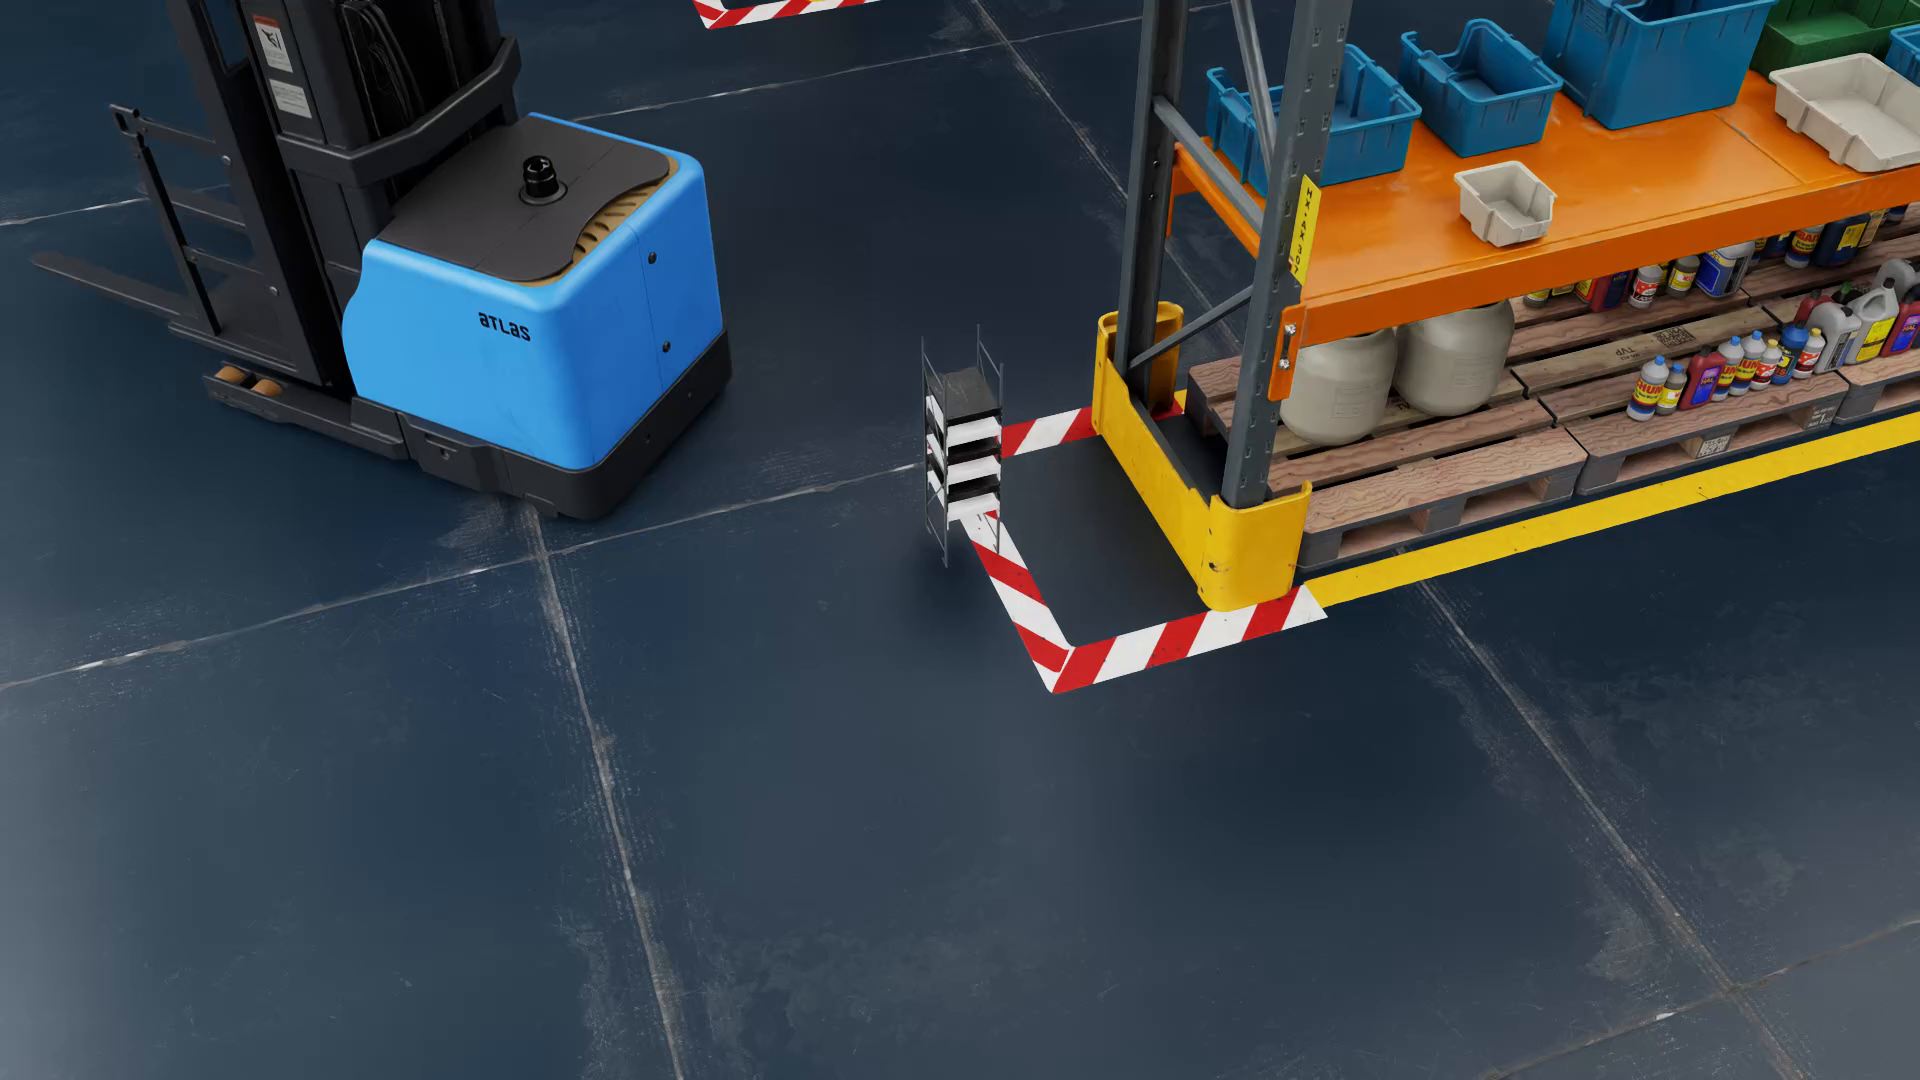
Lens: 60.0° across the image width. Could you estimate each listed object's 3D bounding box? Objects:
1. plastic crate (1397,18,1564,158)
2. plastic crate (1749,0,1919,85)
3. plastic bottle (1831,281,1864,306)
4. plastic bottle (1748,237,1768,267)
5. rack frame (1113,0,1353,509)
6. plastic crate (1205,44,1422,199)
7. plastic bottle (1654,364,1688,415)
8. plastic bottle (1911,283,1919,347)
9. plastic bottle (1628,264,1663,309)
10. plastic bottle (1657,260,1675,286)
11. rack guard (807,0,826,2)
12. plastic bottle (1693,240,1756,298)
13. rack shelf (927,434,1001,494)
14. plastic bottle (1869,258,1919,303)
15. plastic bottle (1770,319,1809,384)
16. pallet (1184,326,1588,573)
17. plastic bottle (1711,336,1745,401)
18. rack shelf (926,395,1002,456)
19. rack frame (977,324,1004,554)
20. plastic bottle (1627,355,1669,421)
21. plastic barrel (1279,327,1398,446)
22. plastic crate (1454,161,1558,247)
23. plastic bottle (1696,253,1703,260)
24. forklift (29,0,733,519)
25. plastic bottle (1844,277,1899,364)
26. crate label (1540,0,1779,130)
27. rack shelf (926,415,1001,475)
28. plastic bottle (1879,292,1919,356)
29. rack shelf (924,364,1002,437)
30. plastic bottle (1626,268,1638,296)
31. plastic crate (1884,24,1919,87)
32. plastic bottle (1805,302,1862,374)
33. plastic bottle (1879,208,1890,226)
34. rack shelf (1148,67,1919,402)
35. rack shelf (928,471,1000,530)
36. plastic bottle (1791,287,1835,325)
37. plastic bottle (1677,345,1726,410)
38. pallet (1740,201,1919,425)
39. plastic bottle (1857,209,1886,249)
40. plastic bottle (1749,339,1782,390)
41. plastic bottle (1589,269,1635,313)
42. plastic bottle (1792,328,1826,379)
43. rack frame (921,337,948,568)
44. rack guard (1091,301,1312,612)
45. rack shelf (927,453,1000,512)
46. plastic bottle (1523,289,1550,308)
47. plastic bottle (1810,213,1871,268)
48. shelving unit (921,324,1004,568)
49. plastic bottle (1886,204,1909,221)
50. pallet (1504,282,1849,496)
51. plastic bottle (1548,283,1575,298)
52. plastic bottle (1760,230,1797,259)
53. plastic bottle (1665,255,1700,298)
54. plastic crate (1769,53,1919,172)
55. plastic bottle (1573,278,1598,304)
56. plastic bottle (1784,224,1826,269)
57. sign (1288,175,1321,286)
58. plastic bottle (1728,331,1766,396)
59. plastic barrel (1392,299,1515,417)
[{"bbox_3d":[1.799,-1.586,5.818,0.408,0.251,0.499,-14,47,-14],"label":"plastic crate"},{"bbox_3d":[3.206,-1.916,6.191,0.662,0.188,0.450,-14,47,-14],"label":"plastic crate"},{"bbox_3d":[3.528,-0.917,6.653,0.133,0.283,0.061,-14,47,-14],"label":"plastic bottle"},{"bbox_3d":[3.376,-1.298,7.041,0.097,0.271,0.097,0,45,0],"label":"plastic bottle"},{"bbox_3d":[0.817,-1.167,5.295,0.127,3.000,1.000,-14,47,-14],"label":"rack frame"},{"bbox_3d":[1.186,-1.434,5.667,0.616,0.251,0.499,-14,47,-14],"label":"plastic crate"},{"bbox_3d":[2.725,-0.588,6.383,0.097,0.201,0.097,0,45,0],"label":"plastic bottle"},{"bbox_3d":[3.891,-0.956,6.645,0.185,0.351,0.144,-17,47,-16],"label":"plastic bottle"},{"bbox_3d":[2.832,-1.065,6.859,0.097,0.201,0.097,0,45,0],"label":"plastic bottle"},{"bbox_3d":[2.927,-1.239,6.927,0.185,0.351,0.144,-13,46,-12],"label":"plastic bottle"},{"bbox_3d":[-0.884,-3.580,9.465,0.348,0.500,1.175,-14,47,-14],"label":"rack guard"},{"bbox_3d":[3.176,-1.165,6.905,0.135,0.276,0.152,-14,47,-14],"label":"plastic bottle"},{"bbox_3d":[0.007,-0.296,5.957,0.200,0.077,0.258,-14,47,-14],"label":"rack shelf"},{"bbox_3d":[3.817,-1.022,6.763,0.135,0.276,0.152,-14,47,-14],"label":"plastic bottle"},{"bbox_3d":[3.235,-0.743,6.488,0.097,0.271,0.097,0,45,0],"label":"plastic bottle"},{"bbox_3d":[1.638,-0.424,6.523,1.213,0.211,1.003,-14,47,-14],"label":"pallet"},{"bbox_3d":[2.950,-0.670,6.416,0.097,0.271,0.097,0,45,0],"label":"plastic bottle"},{"bbox_3d":[0.007,-0.423,5.829,0.200,0.077,0.258,-14,47,-14],"label":"rack shelf"},{"bbox_3d":[0.103,-0.344,5.957,0.006,0.900,0.240,-14,47,-14],"label":"rack frame"},{"bbox_3d":[2.628,-0.587,6.333,0.097,0.271,0.097,0,45,0],"label":"plastic bottle"},{"bbox_3d":[1.410,-0.646,6.236,0.421,0.512,0.421,0,45,0],"label":"plastic barrel"},{"bbox_3d":[1.768,-1.075,5.389,0.250,0.136,0.298,-14,47,-14],"label":"plastic crate"},{"bbox_3d":[3.102,-1.284,6.971,0.185,0.351,0.144,-15,47,-14],"label":"plastic bottle"},{"bbox_3d":[-2.492,-1.834,6.009,3.031,2.935,1.130,19,48,18],"label":"forklift"},{"bbox_3d":[3.587,-0.878,6.567,0.185,0.351,0.144,-15,47,-14],"label":"plastic bottle"},{"bbox_3d":[2.456,-1.802,5.903,0.616,0.435,0.502,-14,47,-14],"label":"crate label"},{"bbox_3d":[0.007,-0.360,5.893,0.200,0.077,0.258,-14,47,-14],"label":"rack shelf"},{"bbox_3d":[3.752,-0.865,6.602,0.133,0.283,0.061,-11,46,-11],"label":"plastic bottle"},{"bbox_3d":[0.007,-0.487,5.765,0.200,0.077,0.258,-14,47,-14],"label":"rack shelf"},{"bbox_3d":[2.772,-1.170,6.911,0.135,0.276,0.152,-16,47,-15],"label":"plastic bottle"},{"bbox_3d":[3.630,-1.629,5.861,0.616,0.251,0.499,-14,47,-14],"label":"plastic crate"},{"bbox_3d":[3.433,-0.815,6.557,0.135,0.276,0.152,-14,47,-13],"label":"plastic bottle"},{"bbox_3d":[4.035,-1.487,7.280,0.097,0.201,0.097,0,45,0],"label":"plastic bottle"},{"bbox_3d":[2.698,-1.394,6.029,4.000,0.370,1.077,-14,47,-14],"label":"rack shelf"},{"bbox_3d":[0.008,-0.169,6.084,0.200,0.077,0.258,-14,47,-14],"label":"rack shelf"},{"bbox_3d":[3.396,-0.889,6.625,0.133,0.283,0.061,-14,47,-14],"label":"plastic bottle"},{"bbox_3d":[2.847,-0.634,6.371,0.133,0.283,0.061,-14,47,-13],"label":"plastic bottle"},{"bbox_3d":[3.933,-1.011,7.108,1.213,0.211,1.003,-14,47,-14],"label":"pallet"},{"bbox_3d":[3.872,-1.374,7.109,0.133,0.283,0.061,-14,47,-14],"label":"plastic bottle"},{"bbox_3d":[3.138,-0.693,6.488,0.097,0.201,0.097,0,45,0],"label":"plastic bottle"},{"bbox_3d":[2.678,-1.069,6.804,0.133,0.283,0.061,-14,47,-14],"label":"plastic bottle"},{"bbox_3d":[3.331,-0.743,6.537,0.097,0.201,0.097,0,45,0],"label":"plastic bottle"},{"bbox_3d":[-0.088,-0.295,5.909,0.006,0.900,0.240,-14,47,-14],"label":"rack frame"},{"bbox_3d":[0.872,-0.334,6.230,0.348,0.500,1.175,-14,47,-14],"label":"rack guard"},{"bbox_3d":[0.008,-0.233,6.021,0.200,0.077,0.258,-14,47,-14],"label":"rack shelf"},{"bbox_3d":[2.395,-1.068,6.862,0.097,0.201,0.097,0,45,0],"label":"plastic bottle"},{"bbox_3d":[3.728,-1.335,7.023,0.185,0.351,0.144,-14,47,-14],"label":"plastic bottle"},{"bbox_3d":[0.007,-0.320,5.933,0.210,0.900,0.258,-14,47,-14],"label":"shelving unit"},{"bbox_3d":[4.131,-1.536,7.279,0.097,0.271,0.097,0,45,0],"label":"plastic bottle"},{"bbox_3d":[2.784,-0.715,6.813,1.213,0.211,1.003,-14,47,-14],"label":"pallet"},{"bbox_3d":[2.499,-1.137,6.873,0.133,0.283,0.061,-13,47,-13],"label":"plastic bottle"},{"bbox_3d":[3.501,-1.386,7.073,0.185,0.351,0.144,-16,47,-16],"label":"plastic bottle"},{"bbox_3d":[3.009,-1.116,6.910,0.097,0.201,0.097,0,45,0],"label":"plastic bottle"},{"bbox_3d":[3.138,-1.477,5.790,0.437,0.136,0.530,-14,47,-14],"label":"plastic crate"},{"bbox_3d":[2.642,-1.137,6.878,0.135,0.276,0.152,-14,47,-14],"label":"plastic bottle"},{"bbox_3d":[3.584,-1.288,7.032,0.097,0.271,0.097,0,45,0],"label":"plastic bottle"},{"bbox_3d":[0.999,-0.897,4.831,0.005,0.325,0.100,-14,47,-14],"label":"sign"},{"bbox_3d":[3.044,-0.694,6.440,0.097,0.271,0.097,0,45,0],"label":"plastic bottle"},{"bbox_3d":[1.881,-0.767,6.356,0.421,0.512,0.421,0,45,0],"label":"plastic barrel"}]
